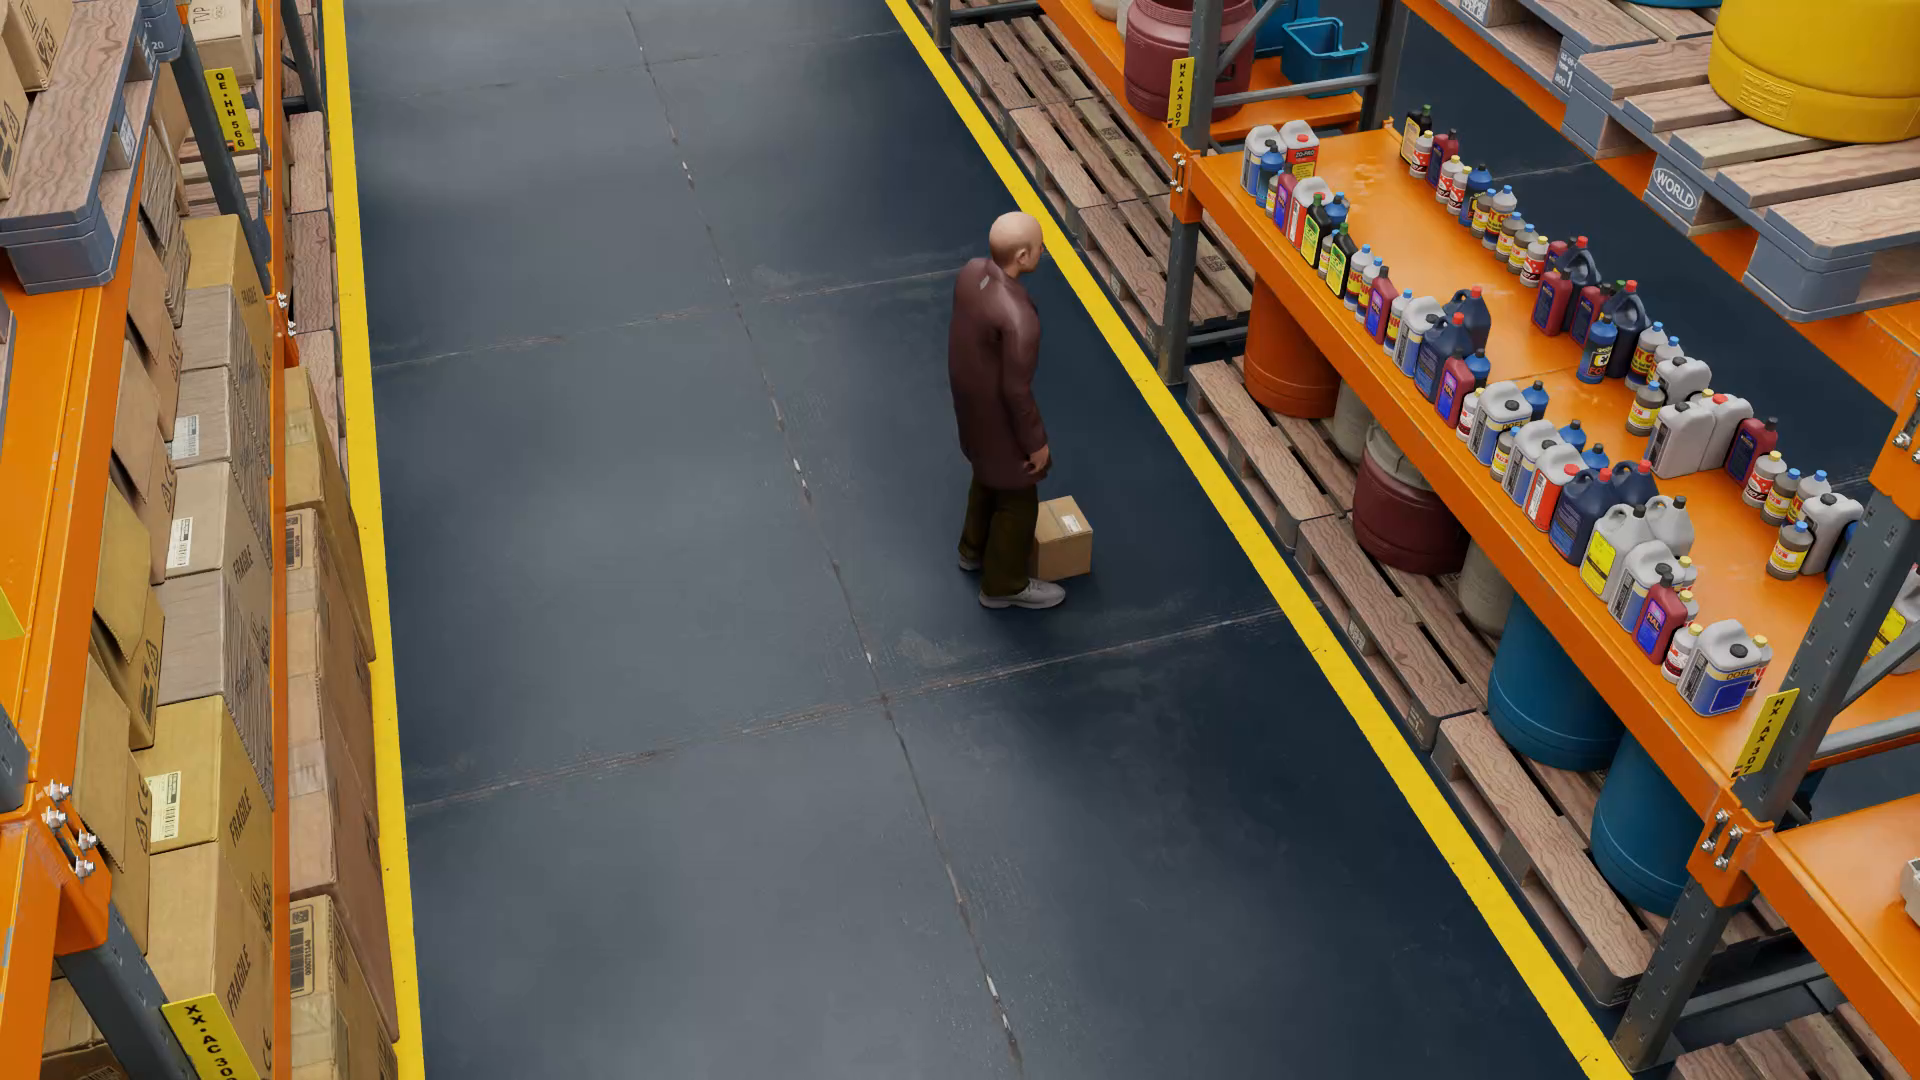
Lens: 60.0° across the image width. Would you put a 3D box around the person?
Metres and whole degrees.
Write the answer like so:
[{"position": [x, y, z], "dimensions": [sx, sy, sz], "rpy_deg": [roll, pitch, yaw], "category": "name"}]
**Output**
[{"position": [0.175, -0.528, 6.764], "dimensions": [0.422, 1.774, 0.653], "rpy_deg": [-14, 44, -15], "category": "person"}]
